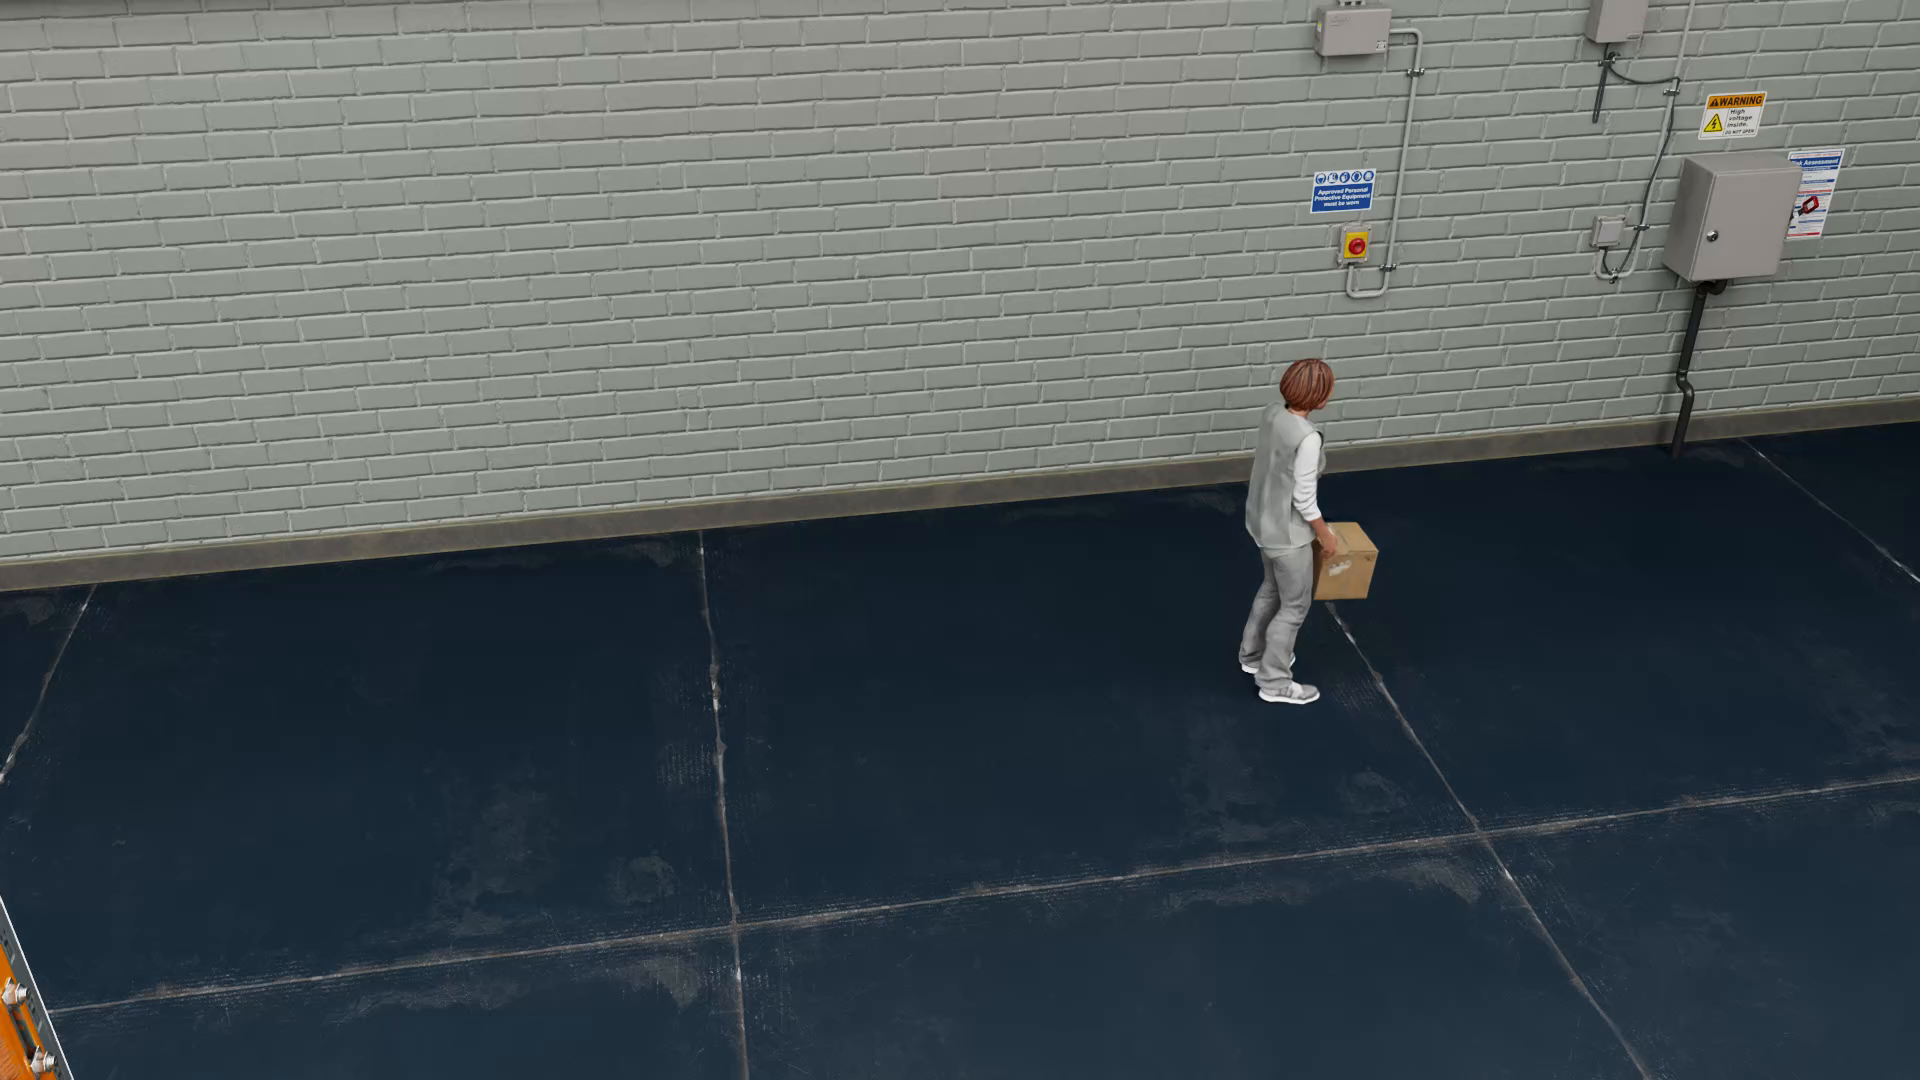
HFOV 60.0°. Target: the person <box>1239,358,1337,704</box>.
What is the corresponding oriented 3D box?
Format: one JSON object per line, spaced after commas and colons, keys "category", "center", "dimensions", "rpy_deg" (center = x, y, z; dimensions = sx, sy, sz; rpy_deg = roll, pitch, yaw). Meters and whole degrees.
{"category": "person", "center": [1.423, -0.046, 7.212], "dimensions": [0.347, 1.600, 0.447], "rpy_deg": [-6, 32, -10]}
